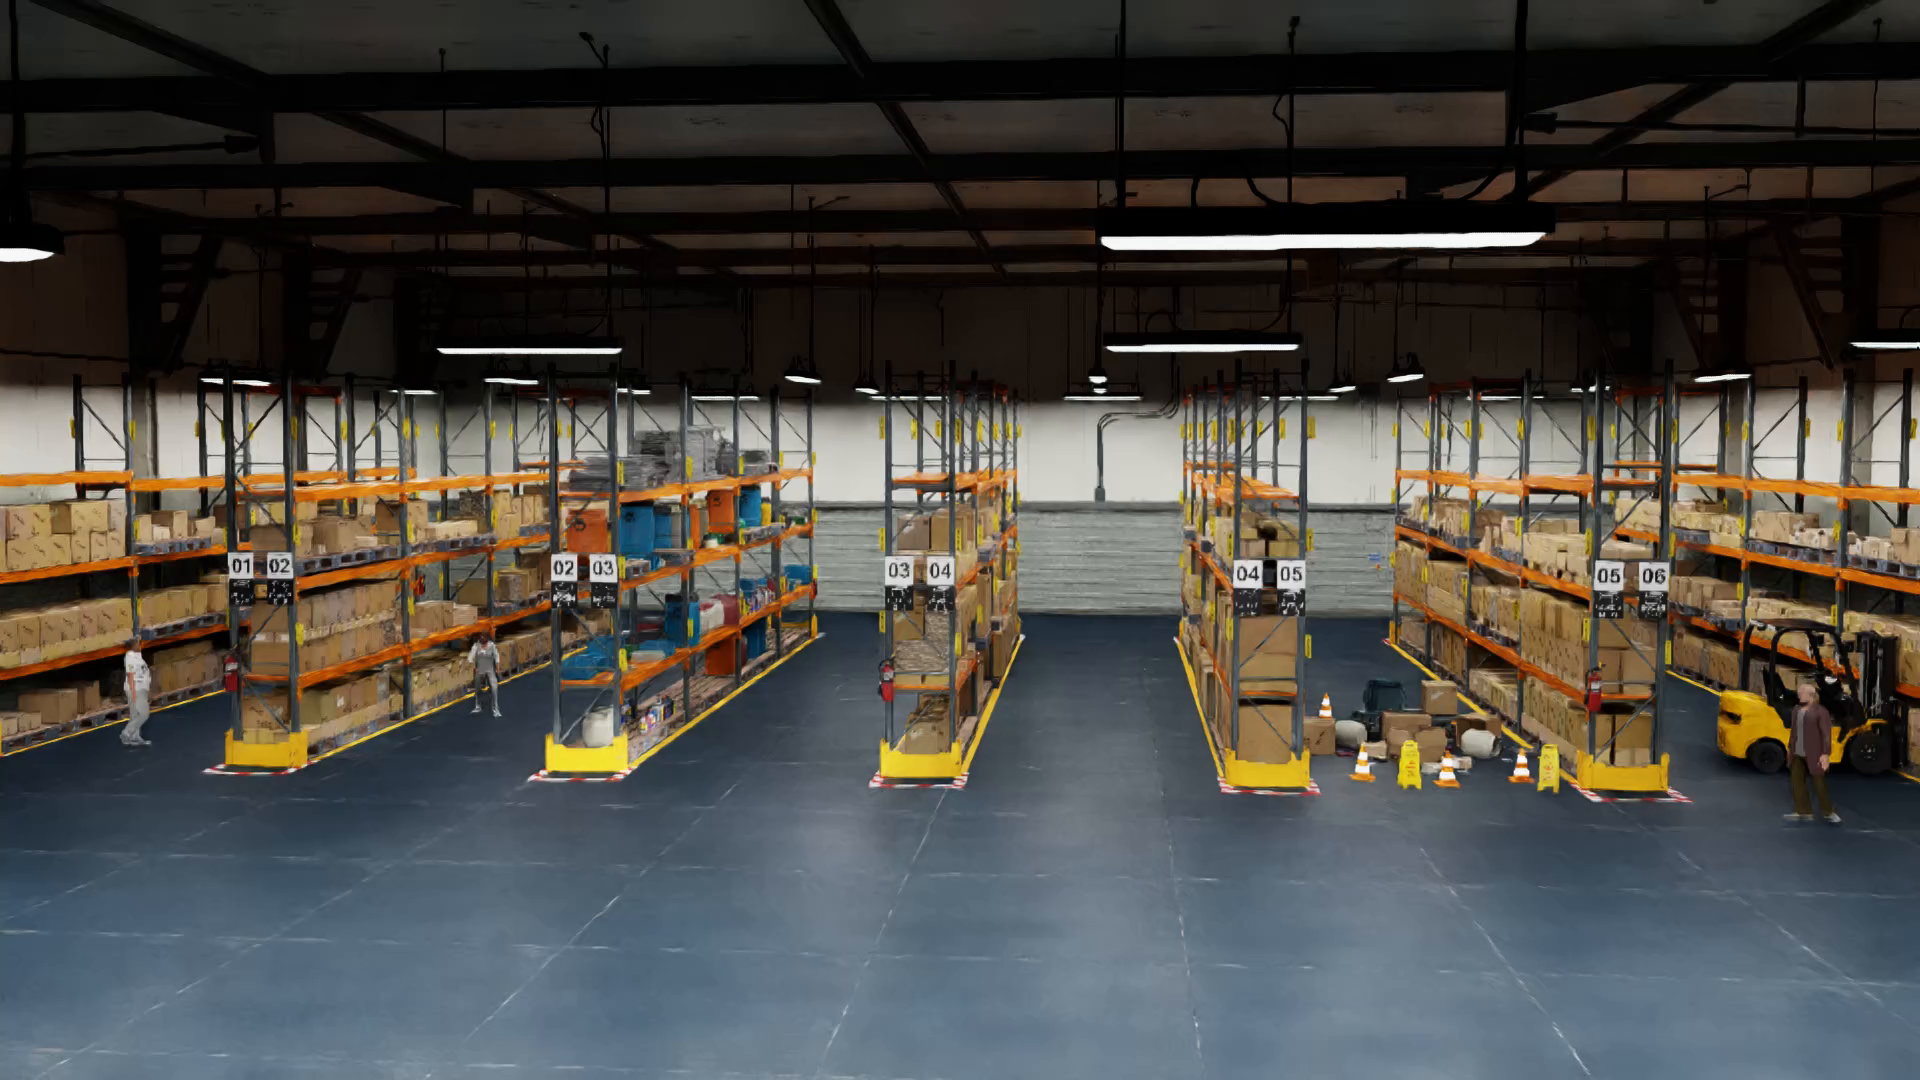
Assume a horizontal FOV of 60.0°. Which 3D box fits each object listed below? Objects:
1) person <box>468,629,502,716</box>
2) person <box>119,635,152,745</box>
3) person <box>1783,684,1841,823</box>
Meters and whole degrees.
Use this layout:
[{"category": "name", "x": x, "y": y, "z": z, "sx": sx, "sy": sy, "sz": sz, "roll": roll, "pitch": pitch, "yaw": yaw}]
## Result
[{"category": "person", "x": -8.338, "y": 2.306, "z": 29.203, "sx": 0.561, "sy": 1.525, "sz": 0.788, "roll": -1, "pitch": 4, "yaw": -13}, {"category": "person", "x": -13.086, "y": 2.390, "z": 26.358, "sx": 0.470, "sy": 1.754, "sz": 0.584, "roll": -2, "pitch": 4, "yaw": -24}, {"category": "person", "x": 10.910, "y": 2.724, "z": 21.286, "sx": 0.587, "sy": 1.769, "sz": 0.690, "roll": -2, "pitch": 4, "yaw": -23}]
